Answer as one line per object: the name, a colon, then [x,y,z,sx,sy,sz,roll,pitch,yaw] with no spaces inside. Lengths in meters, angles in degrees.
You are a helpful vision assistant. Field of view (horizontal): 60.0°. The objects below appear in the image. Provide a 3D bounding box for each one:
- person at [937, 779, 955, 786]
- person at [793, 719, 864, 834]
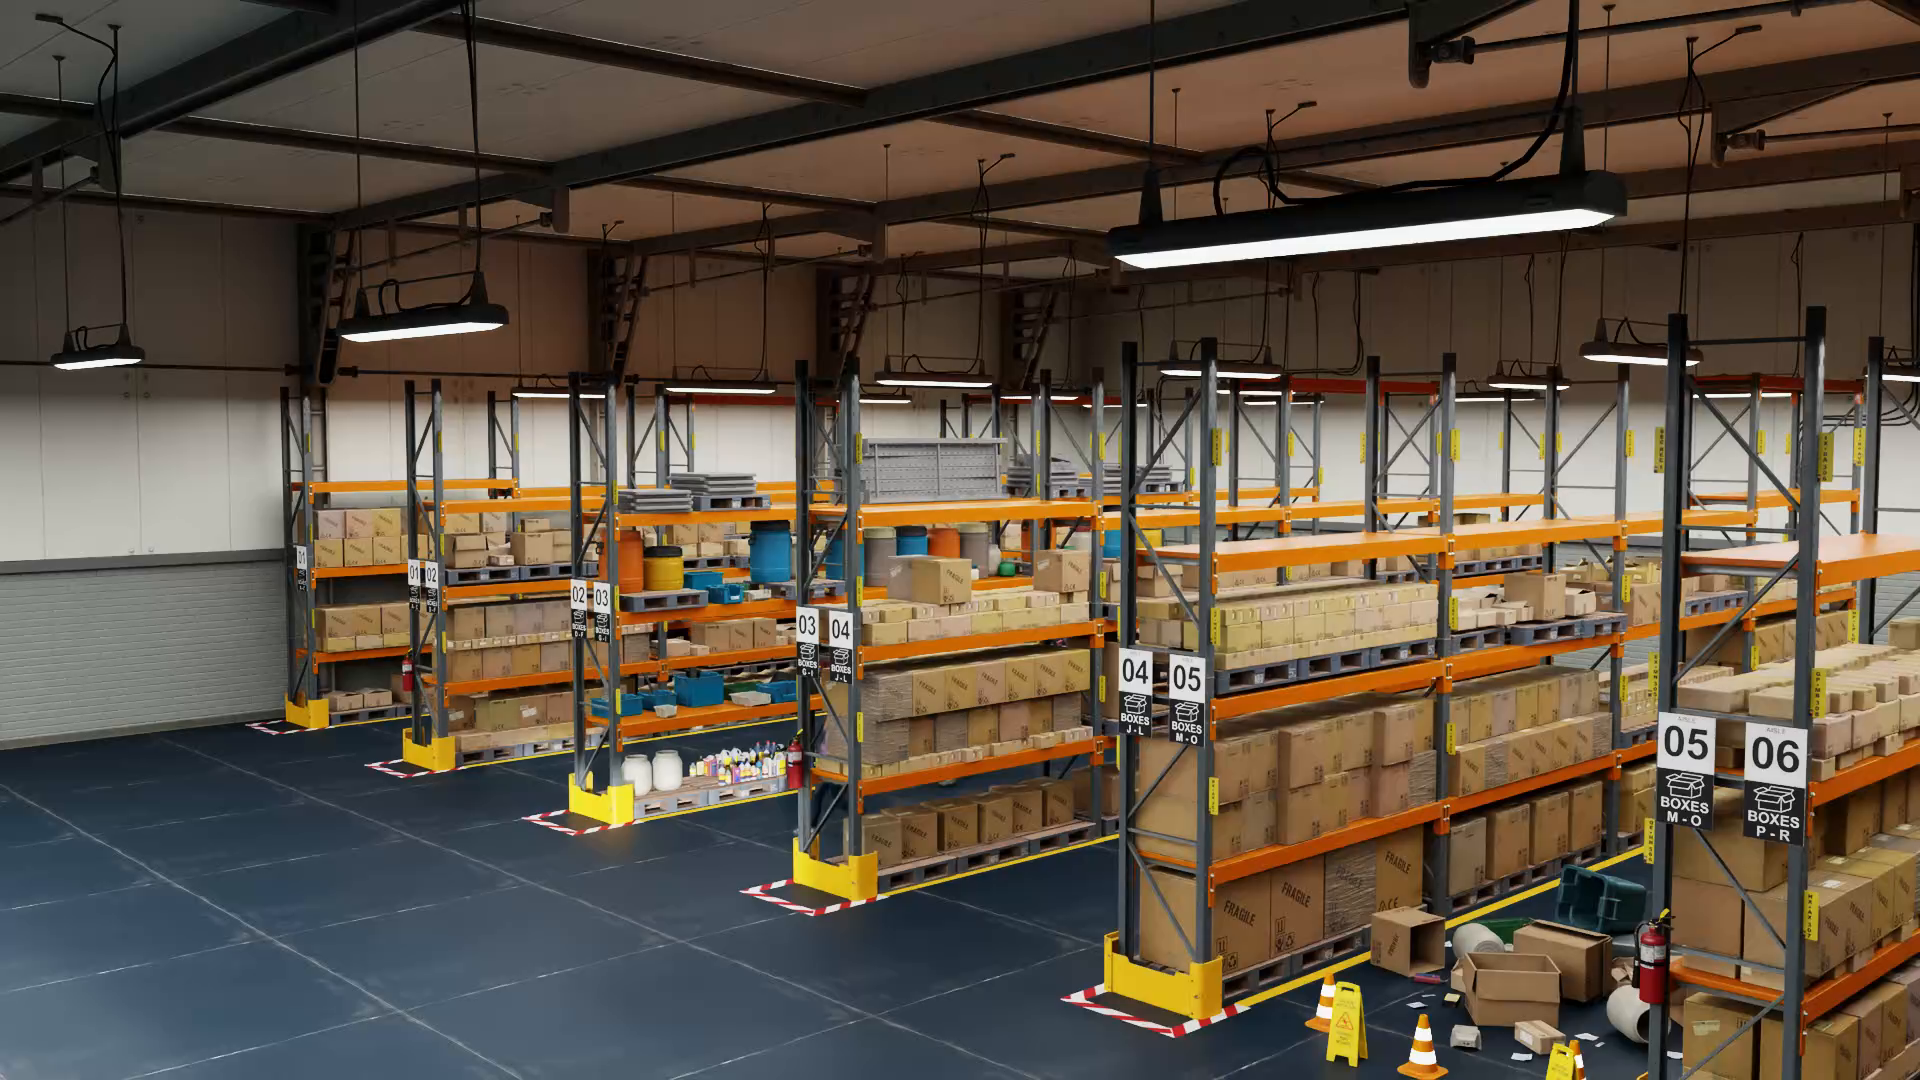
person: [-0.349,2.815,24.234,0.660,1.573,0.573,-3,5,-41]
person: [-1.624,2.994,21.186,0.940,1.534,0.562,-2,4,-27]
